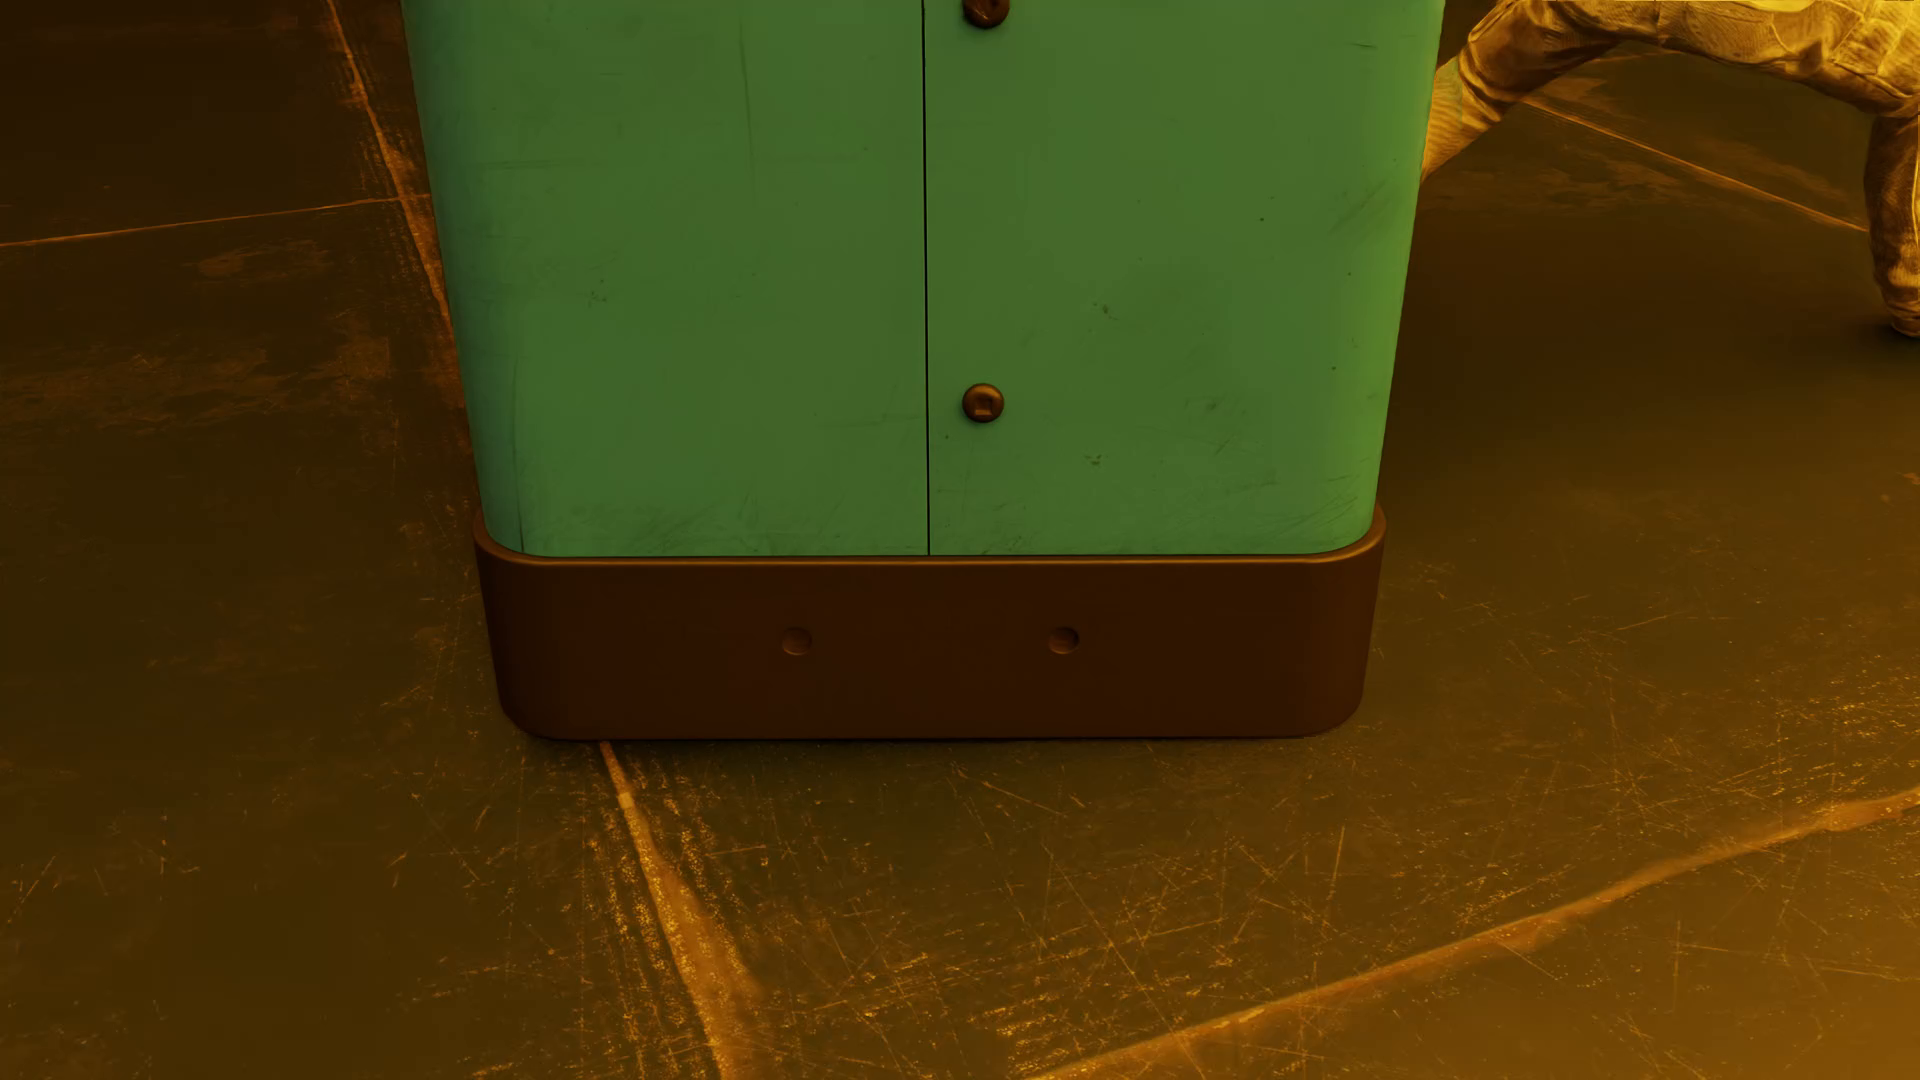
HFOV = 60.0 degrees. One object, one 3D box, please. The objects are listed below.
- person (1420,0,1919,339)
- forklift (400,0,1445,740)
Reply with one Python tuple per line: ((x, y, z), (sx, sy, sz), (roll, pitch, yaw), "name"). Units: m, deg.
((1.321, -1.082, 2.972), (1.314, 1.454, 0.797), (19, 35, 30), "person")
((-0.045, -1.728, 2.572), (1.130, 2.935, 3.031), (0, 30, 0), "forklift")
